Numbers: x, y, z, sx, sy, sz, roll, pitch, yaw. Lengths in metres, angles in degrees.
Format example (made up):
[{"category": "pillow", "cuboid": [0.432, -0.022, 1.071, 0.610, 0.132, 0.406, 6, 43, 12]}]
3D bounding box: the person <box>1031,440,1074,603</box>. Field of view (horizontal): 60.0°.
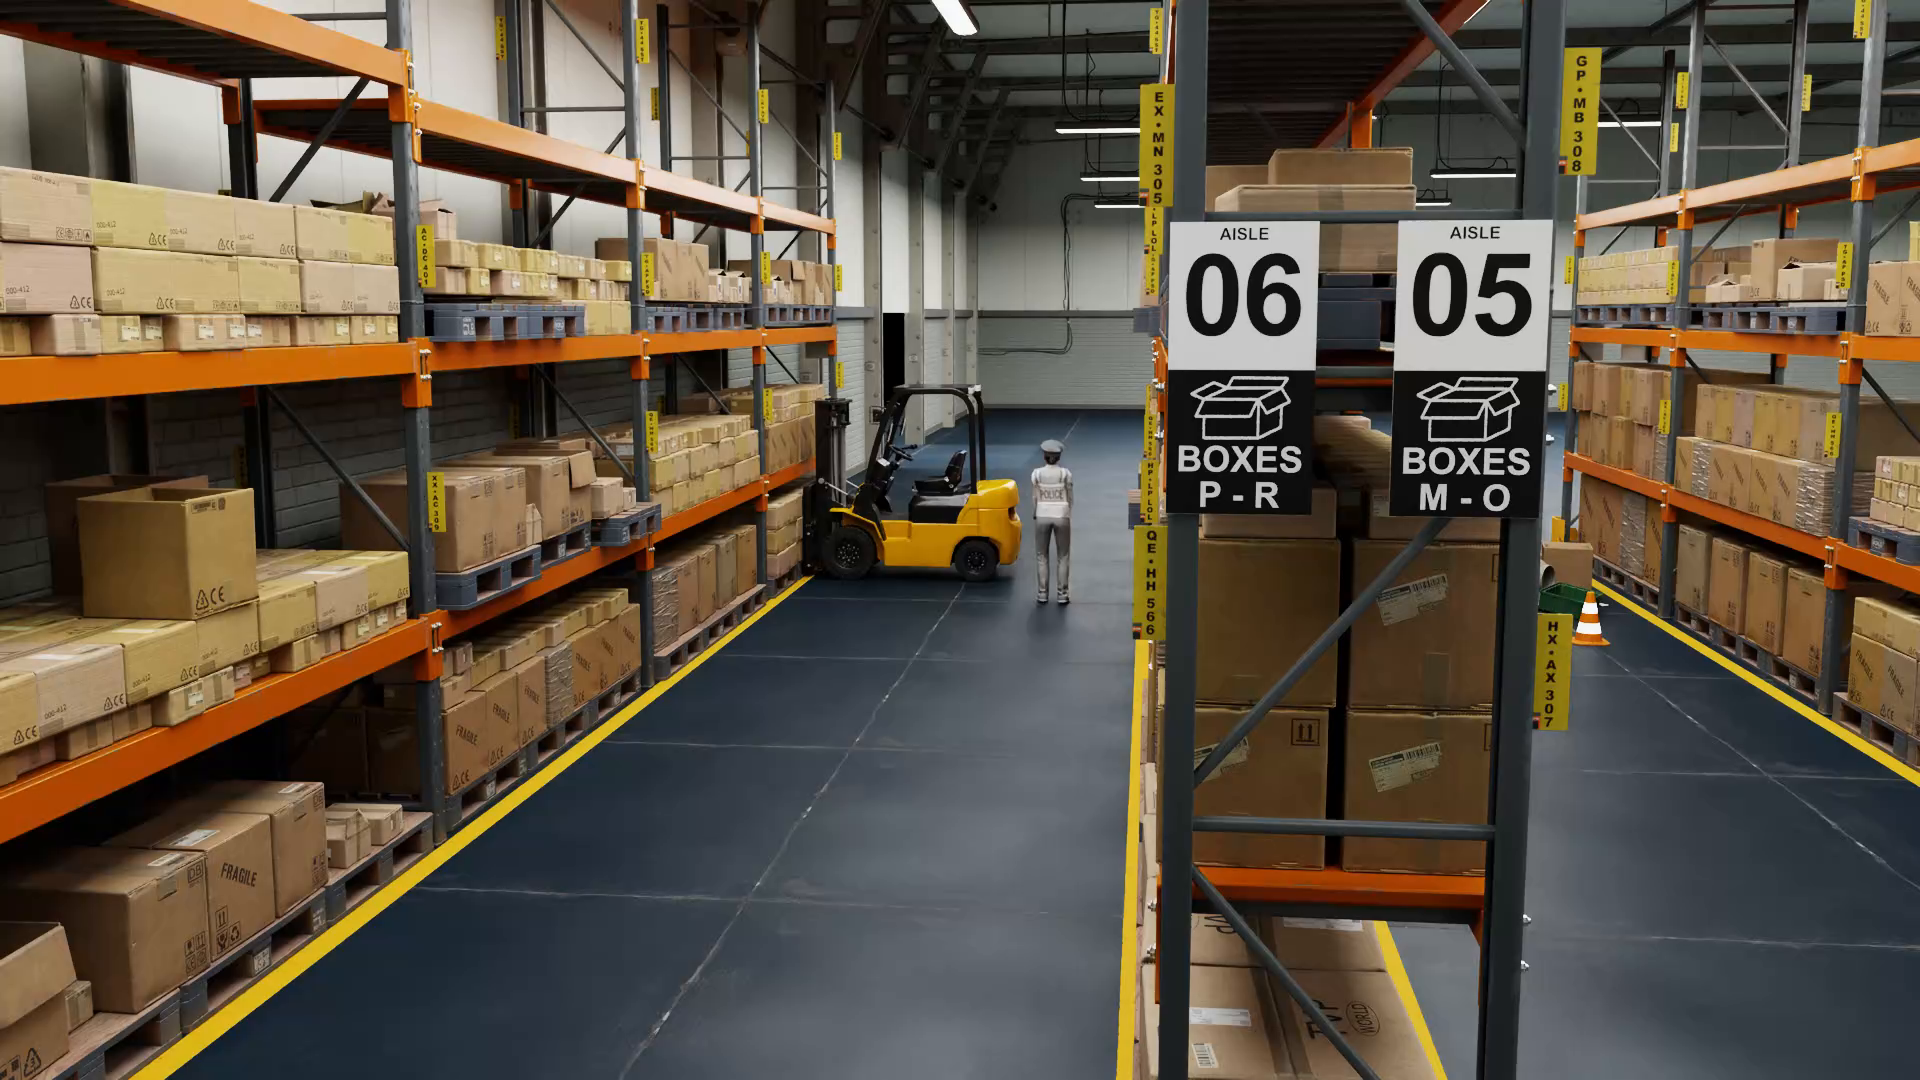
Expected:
[{"category": "person", "cuboid": [0.958, -0.197, 17.182, 0.435, 1.691, 0.526, 1, 8, 6]}]
